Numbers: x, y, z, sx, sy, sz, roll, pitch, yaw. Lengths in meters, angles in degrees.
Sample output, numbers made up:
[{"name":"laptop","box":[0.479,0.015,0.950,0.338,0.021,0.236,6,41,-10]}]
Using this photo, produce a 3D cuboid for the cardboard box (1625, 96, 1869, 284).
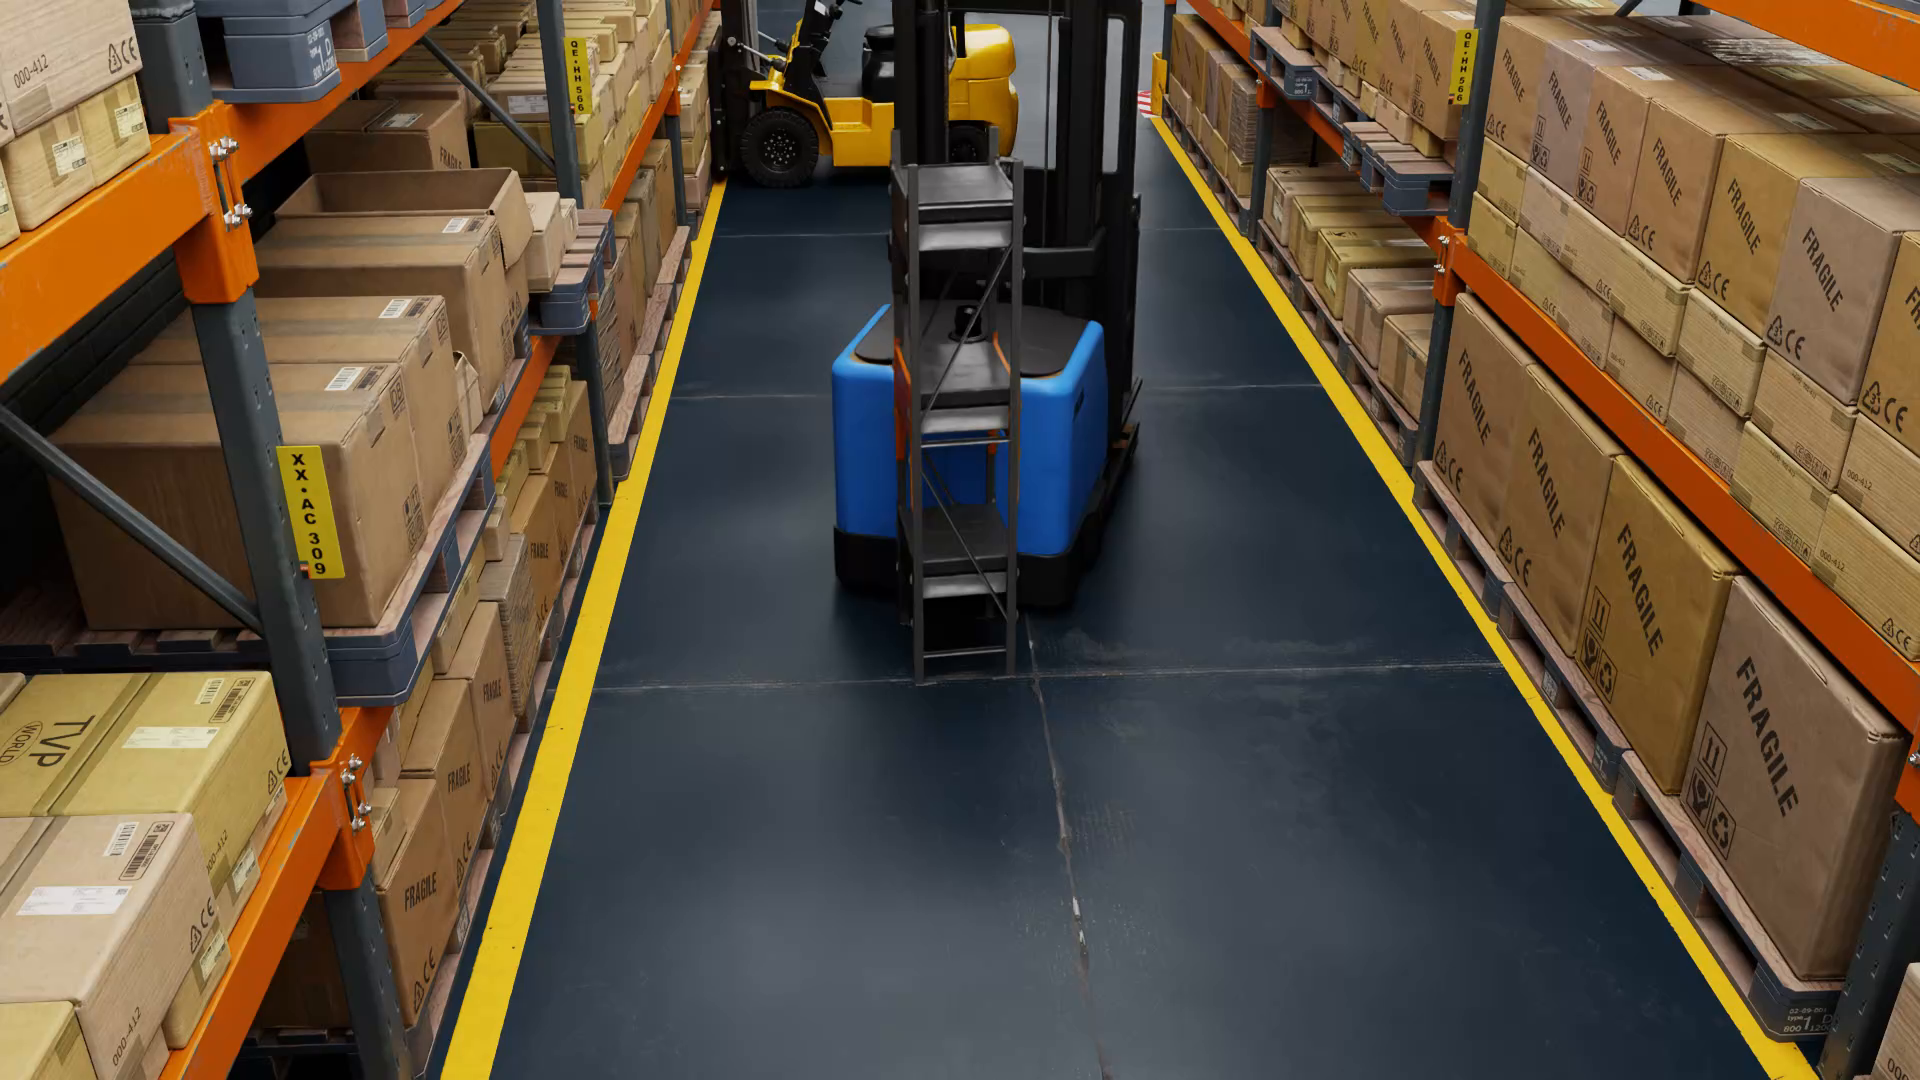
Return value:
[{"name":"cardboard box","box":[2.618,-1.180,5.579,0.500,0.500,0.500,-1,28,-2]}]

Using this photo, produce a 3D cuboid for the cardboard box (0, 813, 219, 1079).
[{"name":"cardboard box","box":[-1.671,0.737,2.934,0.500,0.250,0.500,-1,28,-2]}]

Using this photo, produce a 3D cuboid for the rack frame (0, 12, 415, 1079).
[{"name":"rack frame","box":[-1.982,0.342,3.851,1.000,3.000,0.127,-1,28,-3]}]

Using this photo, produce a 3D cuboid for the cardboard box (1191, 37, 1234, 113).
[{"name":"cardboard box","box":[2.166,-3.757,13.419,0.500,0.500,0.500,-1,28,-2]}]

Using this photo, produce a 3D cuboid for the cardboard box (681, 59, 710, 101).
[{"name":"cardboard box","box":[-2.166,-3.460,12.578,0.500,0.250,0.500,0,28,-1]}]

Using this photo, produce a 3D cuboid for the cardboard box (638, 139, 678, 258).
[{"name":"cardboard box","box":[-2.361,-2.245,10.925,0.875,0.625,0.625,0,28,0]}]

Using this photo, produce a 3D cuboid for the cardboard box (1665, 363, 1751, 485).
[{"name":"cardboard box","box":[2.667,-0.383,5.403,0.500,0.250,0.500,-2,28,-4]}]

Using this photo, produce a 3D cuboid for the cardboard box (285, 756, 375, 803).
[{"name":"cardboard box","box":[-1.795,0.674,4.440,0.380,0.149,0.250,-2,28,-4]}]

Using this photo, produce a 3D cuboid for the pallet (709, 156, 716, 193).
[{"name":"pallet","box":[-2.466,-3.049,13.368,1.003,0.211,1.213,-1,28,-3]}]

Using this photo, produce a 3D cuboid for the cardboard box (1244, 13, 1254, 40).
[{"name":"cardboard box","box":[2.216,-3.619,11.716,0.380,0.149,0.250,-1,28,-1]}]

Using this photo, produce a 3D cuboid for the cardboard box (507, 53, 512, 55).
[{"name":"cardboard box","box":[-2.562,-2.561,9.038,0.500,0.250,0.500,-2,28,-4]}]

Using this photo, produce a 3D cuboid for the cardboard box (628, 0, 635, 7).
[{"name":"cardboard box","box":[-2.071,-3.058,9.560,0.380,0.149,0.250,-2,28,-4]}]

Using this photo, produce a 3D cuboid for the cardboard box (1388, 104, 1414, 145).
[{"name":"cardboard box","box":[2.370,-2.085,8.321,0.380,0.149,0.250,-2,28,-3]}]

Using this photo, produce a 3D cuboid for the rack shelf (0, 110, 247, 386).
[{"name":"rack shelf","box":[-1.877,0.255,1.552,1.077,0.370,4.000,-1,28,-3]}]

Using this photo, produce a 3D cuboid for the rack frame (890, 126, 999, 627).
[{"name":"rack frame","box":[-0.056,-0.582,6.595,0.400,2.100,0.015,-4,28,-8]}]

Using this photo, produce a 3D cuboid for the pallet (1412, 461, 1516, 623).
[{"name":"pallet","box":[2.732,-0.025,7.569,1.003,0.211,1.213,-1,28,-3]}]

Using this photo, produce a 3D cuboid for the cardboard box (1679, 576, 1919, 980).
[{"name":"cardboard box","box":[2.863,0.692,5.023,0.875,0.875,0.875,-1,28,-1]}]

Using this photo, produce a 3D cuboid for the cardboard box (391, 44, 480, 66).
[{"name":"cardboard box","box":[-2.570,-2.333,8.171,0.380,0.149,0.250,-2,28,-4]}]

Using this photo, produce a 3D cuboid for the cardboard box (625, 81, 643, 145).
[{"name":"cardboard box","box":[-2.050,-2.359,9.192,0.500,0.250,0.500,-1,28,-1]}]

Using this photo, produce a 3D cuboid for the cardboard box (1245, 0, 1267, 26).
[{"name":"cardboard box","box":[2.285,-3.849,11.457,0.500,0.500,0.500,-2,28,-4]}]

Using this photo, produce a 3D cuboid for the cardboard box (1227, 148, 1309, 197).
[{"name":"cardboard box","box":[2.258,-2.708,12.217,0.500,0.250,0.500,0,28,0]}]

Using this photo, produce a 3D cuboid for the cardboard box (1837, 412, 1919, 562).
[{"name":"cardboard box","box":[2.709,-0.132,4.382,0.500,0.250,0.500,-1,28,-3]}]

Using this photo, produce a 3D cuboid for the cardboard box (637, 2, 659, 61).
[{"name":"cardboard box","box":[-2.085,-3.050,9.975,0.500,0.250,0.500,-2,28,-4]}]

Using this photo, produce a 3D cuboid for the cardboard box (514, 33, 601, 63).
[{"name":"cardboard box","box":[-2.037,-2.468,8.430,0.380,0.149,0.250,-1,28,-2]}]

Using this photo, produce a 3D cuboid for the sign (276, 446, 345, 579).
[{"name":"sign","box":[-1.440,-0.058,3.682,0.100,0.325,0.005,-1,28,-3]}]

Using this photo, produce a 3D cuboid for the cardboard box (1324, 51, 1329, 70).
[{"name":"cardboard box","box":[2.348,-2.807,9.707,0.380,0.149,0.250,-1,28,-2]}]

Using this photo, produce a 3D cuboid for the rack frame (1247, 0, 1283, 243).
[{"name":"rack frame","box":[2.557,-3.474,11.167,1.000,3.000,0.127,-1,28,-3]}]

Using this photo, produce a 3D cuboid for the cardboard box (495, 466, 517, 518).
[{"name":"cardboard box","box":[-1.915,-0.163,6.366,0.380,0.149,0.250,-2,28,-3]}]

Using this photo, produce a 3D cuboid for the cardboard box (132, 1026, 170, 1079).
[{"name":"cardboard box","box":[-1.653,0.956,2.946,0.380,0.149,0.250,-1,28,-1]}]

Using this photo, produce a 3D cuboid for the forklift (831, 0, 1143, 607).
[{"name":"forklift","box":[0.305,-1.680,7.801,1.130,2.935,3.031,7,28,12]}]

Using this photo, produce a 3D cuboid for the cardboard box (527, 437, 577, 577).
[{"name":"cardboard box","box":[-1.938,-0.162,7.065,0.500,0.500,0.500,-2,28,-3]}]

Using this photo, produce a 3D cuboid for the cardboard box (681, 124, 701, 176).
[{"name":"cardboard box","box":[-2.117,-2.772,11.800,0.500,0.250,0.500,-2,28,-3]}]

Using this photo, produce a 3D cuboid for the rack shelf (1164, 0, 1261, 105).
[{"name":"rack shelf","box":[2.453,-4.079,13.104,1.077,0.370,4.000,-1,28,-3]}]

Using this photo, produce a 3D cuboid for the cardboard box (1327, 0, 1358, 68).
[{"name":"cardboard box","box":[2.372,-2.916,9.214,0.500,0.500,0.500,-2,28,-5]}]

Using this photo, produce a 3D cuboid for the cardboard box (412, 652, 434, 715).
[{"name":"cardboard box","box":[-1.879,0.434,5.222,0.380,0.149,0.250,-2,28,-4]}]

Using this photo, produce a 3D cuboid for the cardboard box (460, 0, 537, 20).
[{"name":"cardboard box","box":[-2.582,-2.927,9.308,0.380,0.149,0.250,-2,28,-3]}]

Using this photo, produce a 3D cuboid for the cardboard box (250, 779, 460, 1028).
[{"name":"cardboard box","box":[-1.782,1.035,4.770,0.500,0.500,0.500,0,28,0]}]

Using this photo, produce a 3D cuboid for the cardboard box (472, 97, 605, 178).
[{"name":"cardboard box","box":[-1.945,-1.872,7.717,0.500,0.250,0.500,-1,28,-3]}]

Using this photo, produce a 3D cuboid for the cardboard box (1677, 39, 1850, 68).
[{"name":"cardboard box","box":[3.089,-1.645,6.472,0.500,0.500,0.500,-1,28,-2]}]

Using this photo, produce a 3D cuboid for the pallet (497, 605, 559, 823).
[{"name":"pallet","box":[-2.129,0.639,6.297,1.003,0.211,1.213,-1,28,-3]}]

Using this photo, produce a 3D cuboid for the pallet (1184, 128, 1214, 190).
[{"name":"pallet","box":[2.420,-3.112,13.488,1.003,0.211,1.213,-1,28,-3]}]

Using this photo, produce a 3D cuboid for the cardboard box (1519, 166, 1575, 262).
[{"name":"cardboard box","box":[2.572,-1.303,6.627,0.500,0.250,0.500,-1,28,-1]}]

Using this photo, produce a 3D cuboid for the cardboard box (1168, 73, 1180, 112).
[{"name":"cardboard box","box":[2.114,-3.909,14.521,0.500,0.250,0.500,-2,28,-3]}]

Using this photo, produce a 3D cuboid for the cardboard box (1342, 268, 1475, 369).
[{"name":"cardboard box","box":[2.700,-1.250,9.290,0.950,0.372,0.625,-2,28,-4]}]

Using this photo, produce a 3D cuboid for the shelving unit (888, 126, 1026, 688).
[{"name":"shelving unit","box":[-0.018,-0.471,6.382,0.431,2.100,0.503,-4,28,-8]}]

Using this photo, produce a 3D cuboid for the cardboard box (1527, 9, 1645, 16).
[{"name":"cardboard box","box":[2.974,-2.203,7.846,0.500,0.500,0.500,-2,28,-4]}]

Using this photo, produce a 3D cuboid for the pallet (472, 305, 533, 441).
[{"name":"pallet","box":[-2.085,-0.522,5.715,1.003,0.211,1.213,-1,28,-3]}]

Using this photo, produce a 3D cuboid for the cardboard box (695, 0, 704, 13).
[{"name":"cardboard box","box":[-2.238,-4.315,12.671,0.500,0.500,0.500,-1,28,-2]}]

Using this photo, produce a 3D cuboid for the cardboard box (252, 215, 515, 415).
[{"name":"cardboard box","box":[-1.852,-0.719,5.322,0.700,0.500,0.500,-2,28,-3]}]

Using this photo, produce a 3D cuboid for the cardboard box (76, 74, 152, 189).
[{"name":"cardboard box","box":[-1.668,-0.718,2.910,0.380,0.149,0.250,-2,28,-3]}]
